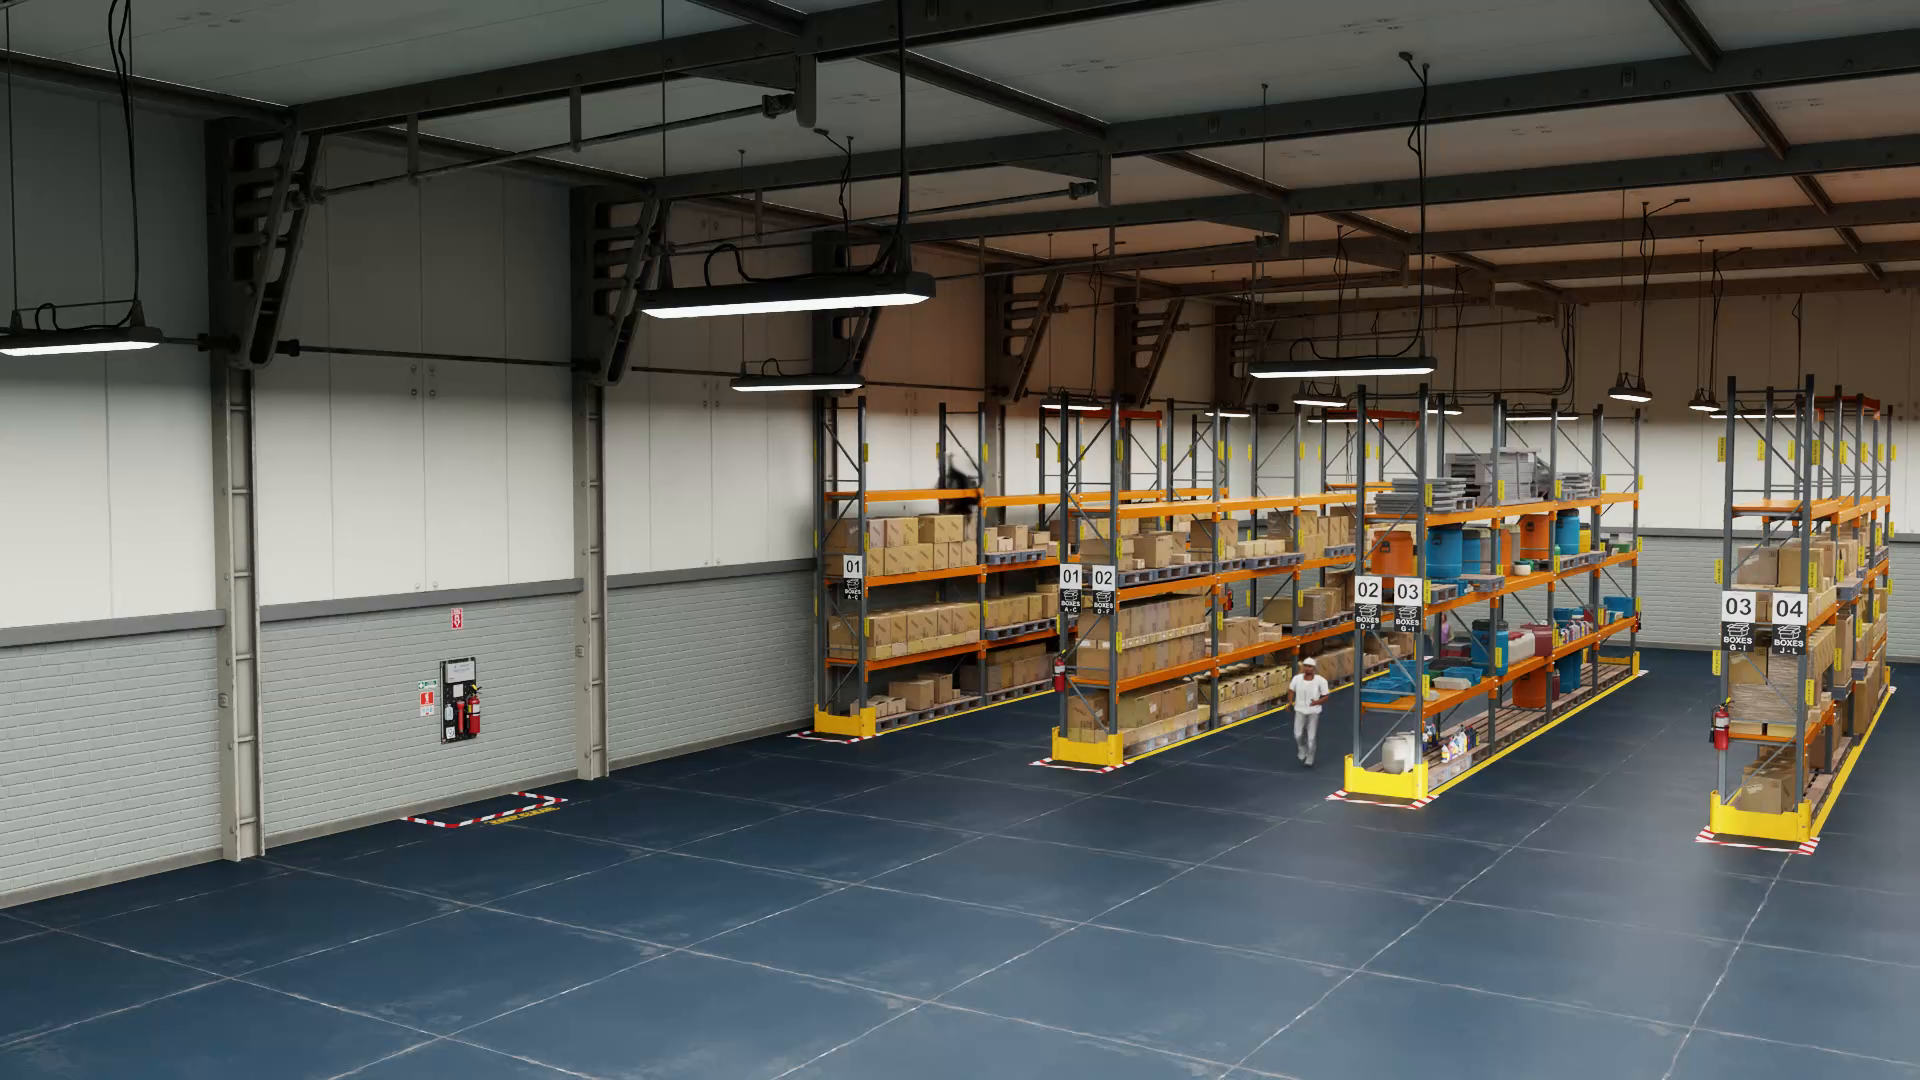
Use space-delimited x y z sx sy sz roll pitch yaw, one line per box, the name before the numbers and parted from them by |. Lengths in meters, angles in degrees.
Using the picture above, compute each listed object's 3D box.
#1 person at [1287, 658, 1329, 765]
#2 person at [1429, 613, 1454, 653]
person | 5.527 2.739 26.503 0.690 1.721 0.597 1 3 22
person | 10.407 2.339 35.955 0.537 1.549 0.594 1 3 19
